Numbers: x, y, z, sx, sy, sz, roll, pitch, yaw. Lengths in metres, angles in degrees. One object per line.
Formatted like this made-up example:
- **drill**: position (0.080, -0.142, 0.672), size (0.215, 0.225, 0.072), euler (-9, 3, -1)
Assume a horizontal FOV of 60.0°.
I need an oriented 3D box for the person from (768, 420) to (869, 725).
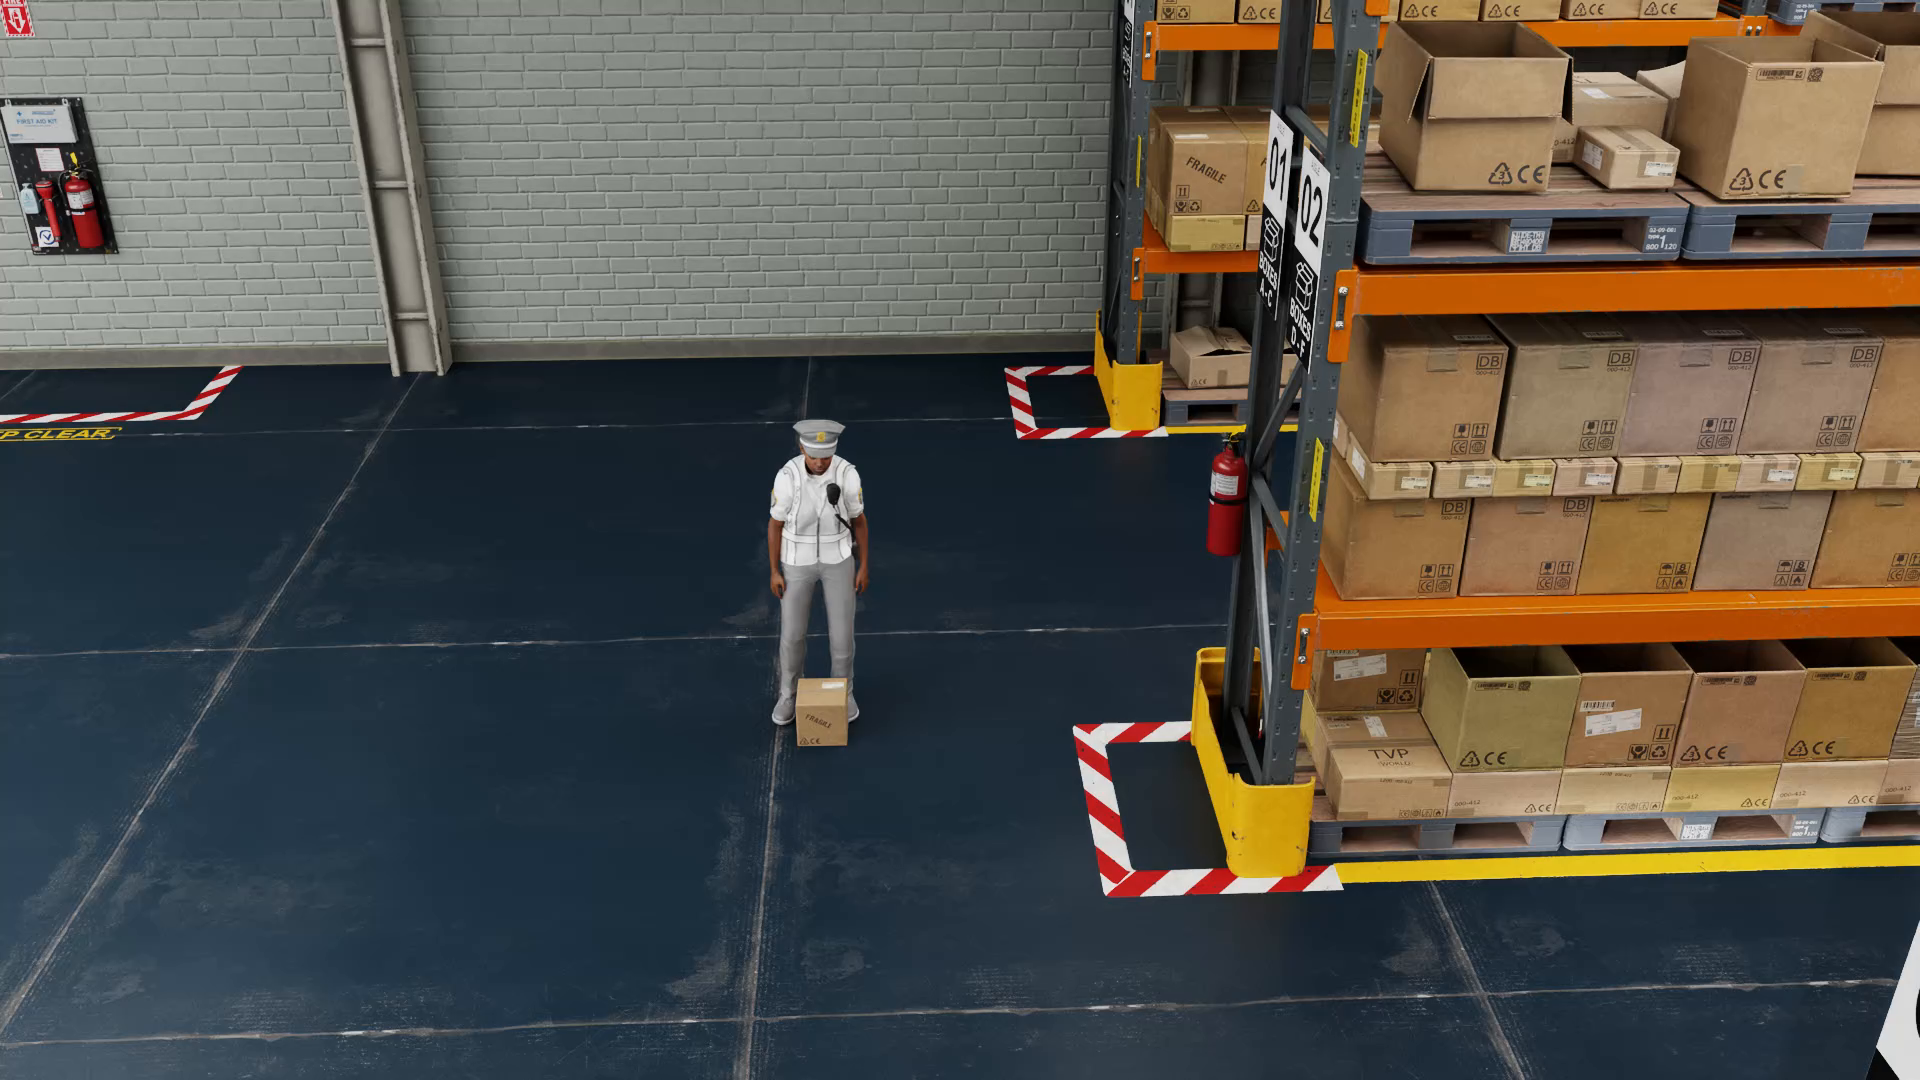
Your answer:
- **person**: position (-0.720, 0.142, 8.347), size (0.532, 1.662, 0.395), euler (-3, 28, -6)
